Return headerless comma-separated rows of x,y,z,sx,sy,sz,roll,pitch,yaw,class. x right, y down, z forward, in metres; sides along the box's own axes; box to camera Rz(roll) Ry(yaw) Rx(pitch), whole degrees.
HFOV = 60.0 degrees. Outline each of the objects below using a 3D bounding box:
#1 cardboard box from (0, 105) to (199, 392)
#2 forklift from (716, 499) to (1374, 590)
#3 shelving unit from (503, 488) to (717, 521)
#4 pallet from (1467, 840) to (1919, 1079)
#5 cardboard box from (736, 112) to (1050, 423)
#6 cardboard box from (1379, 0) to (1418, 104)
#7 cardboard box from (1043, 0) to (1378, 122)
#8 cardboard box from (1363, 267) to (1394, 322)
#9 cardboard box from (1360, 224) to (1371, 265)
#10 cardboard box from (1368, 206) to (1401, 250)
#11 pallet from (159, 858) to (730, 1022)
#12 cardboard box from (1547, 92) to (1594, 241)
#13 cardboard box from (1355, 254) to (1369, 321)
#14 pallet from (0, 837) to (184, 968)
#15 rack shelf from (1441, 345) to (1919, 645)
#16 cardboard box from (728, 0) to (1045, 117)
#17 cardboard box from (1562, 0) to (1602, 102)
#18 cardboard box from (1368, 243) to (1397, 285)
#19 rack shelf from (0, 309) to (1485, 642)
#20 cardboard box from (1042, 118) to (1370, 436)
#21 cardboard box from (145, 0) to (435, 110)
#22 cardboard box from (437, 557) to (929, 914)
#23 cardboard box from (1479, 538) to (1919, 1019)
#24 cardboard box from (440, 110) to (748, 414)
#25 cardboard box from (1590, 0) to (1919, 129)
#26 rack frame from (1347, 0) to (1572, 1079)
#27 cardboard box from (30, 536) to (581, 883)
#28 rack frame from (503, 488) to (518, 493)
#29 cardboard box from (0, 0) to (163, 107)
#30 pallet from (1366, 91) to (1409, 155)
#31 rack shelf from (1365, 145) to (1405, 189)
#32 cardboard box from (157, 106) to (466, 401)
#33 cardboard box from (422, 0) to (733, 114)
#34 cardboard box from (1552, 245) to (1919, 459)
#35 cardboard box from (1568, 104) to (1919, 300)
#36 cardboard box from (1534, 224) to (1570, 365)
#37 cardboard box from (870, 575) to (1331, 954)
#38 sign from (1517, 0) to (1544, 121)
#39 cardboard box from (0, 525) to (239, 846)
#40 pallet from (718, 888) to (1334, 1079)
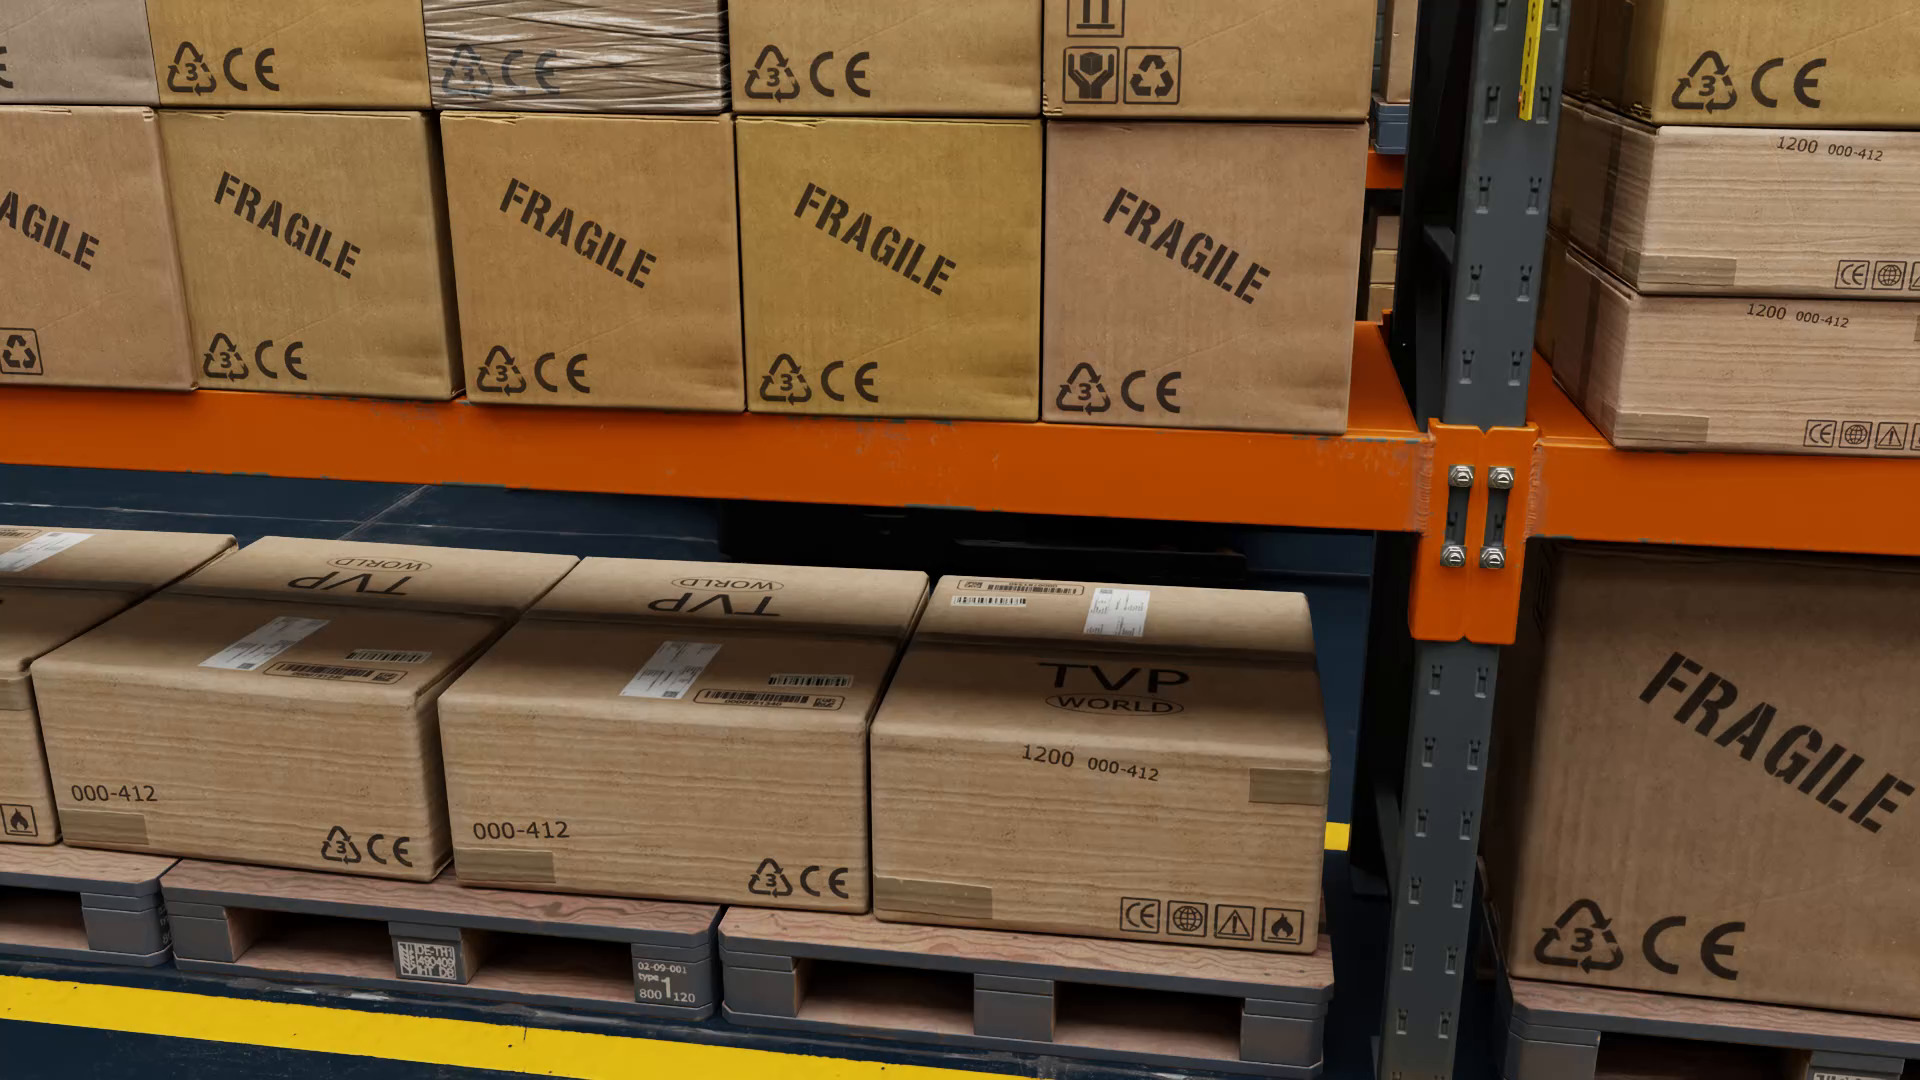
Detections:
-1.594,-0.592,3.188,0.500,0.500,0.500,3,19,8,cardboard box
0.683,-1.374,5.790,3.031,2.935,1.130,2,19,6,forklift
-1.315,-0.918,6.684,1.048,1.500,0.538,7,20,21,shelving unit
1.697,0.832,3.484,1.213,0.211,1.003,3,19,9,pallet
-0.084,-0.520,2.973,0.500,0.500,0.500,2,19,7,cardboard box
2.149,-2.213,7.370,0.500,0.500,0.700,3,19,10,cardboard box
0.414,-0.964,2.725,0.500,0.500,0.500,3,19,8,cardboard box
2.149,-0.980,7.781,0.500,0.500,0.500,4,19,11,cardboard box
2.116,-1.454,8.177,0.250,0.149,0.380,2,19,6,cardboard box
2.029,-1.441,7.668,0.250,0.149,0.380,3,19,8,cardboard box
-1.023,0.693,3.898,1.213,0.211,1.003,3,19,9,pallet
1.397,-0.725,3.193,0.500,0.250,0.500,3,19,9,cardboard box
2.239,-1.142,8.268,0.500,0.500,0.500,3,19,8,cardboard box
-2.224,0.631,4.084,1.213,0.211,1.003,3,19,9,pallet
2.898,-0.064,2.900,4.000,0.370,1.077,3,19,9,rack shelf
-0.086,-0.992,2.809,0.500,0.500,0.500,3,19,8,cardboard box
1.404,-1.083,3.080,0.500,0.500,0.500,4,19,10,cardboard box
2.019,-1.281,7.659,0.250,0.149,0.380,4,19,11,cardboard box
-1.051,-0.265,3.502,4.000,0.370,1.077,3,19,9,rack shelf
0.425,-0.496,2.901,0.500,0.500,0.500,3,19,9,cardboard box
-1.084,-1.043,2.959,0.500,0.500,0.500,3,19,9,cardboard box
-0.564,0.400,3.756,0.875,0.438,0.875,2,19,7,cardboard box
1.548,0.309,3.339,0.875,0.875,0.875,4,19,10,cardboard box
-0.583,-0.541,3.035,0.500,0.500,0.500,3,19,8,cardboard box
1.312,-0.915,2.577,0.500,0.500,0.500,3,19,9,cardboard box
0.923,-0.506,3.087,0.127,3.000,1.000,3,19,9,rack frame
-1.454,0.354,3.893,0.875,0.438,0.875,3,19,10,cardboard box
-1.784,-0.980,6.869,0.032,1.500,0.500,7,20,21,rack frame
-1.577,-1.068,3.034,0.500,0.500,0.500,3,19,8,cardboard box
2.479,-1.895,7.543,1.213,0.211,1.003,3,19,9,pallet
3.682,-1.619,7.548,4.000,0.370,1.077,3,19,9,rack shelf
-1.097,-0.572,3.128,0.500,0.500,0.500,4,19,10,cardboard box
-0.590,-1.015,2.876,0.500,0.500,0.500,3,19,9,cardboard box
1.316,-0.330,2.797,0.500,0.250,0.500,2,19,7,cardboard box
1.313,-0.561,2.701,0.500,0.250,0.500,2,19,7,cardboard box
1.406,-0.491,3.279,0.500,0.250,0.500,2,19,7,cardboard box
0.320,0.445,3.622,0.875,0.438,0.875,3,19,8,cardboard box
0.837,-0.780,2.417,0.005,0.325,0.100,3,19,9,sign
-2.359,0.311,4.023,0.875,0.438,0.875,2,19,7,cardboard box
0.185,0.754,3.717,1.213,0.211,1.003,3,19,9,pallet
